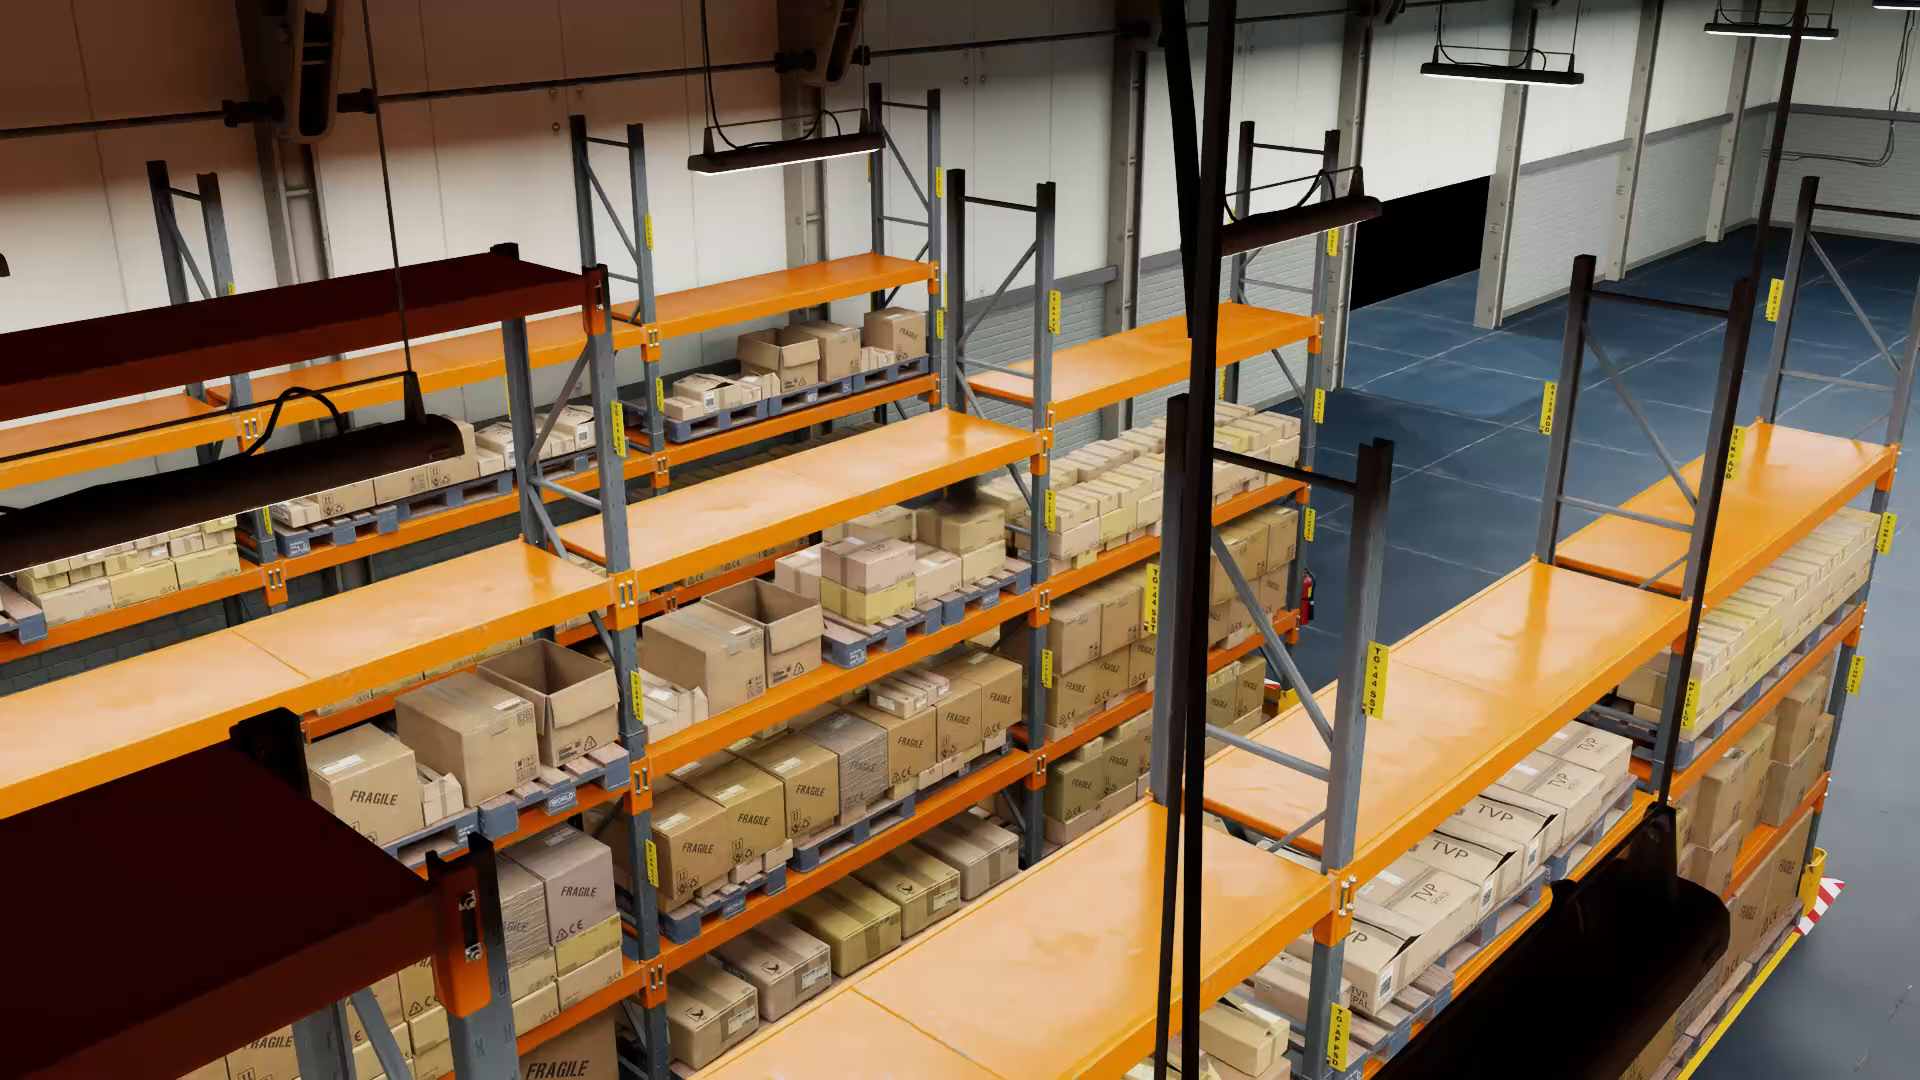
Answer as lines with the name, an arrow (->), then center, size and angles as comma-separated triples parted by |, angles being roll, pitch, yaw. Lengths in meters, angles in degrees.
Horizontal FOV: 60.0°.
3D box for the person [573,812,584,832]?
person -> -3.097, 2.197, 13.915 | 0.609, 1.777, 0.633 | -16, 26, -35
